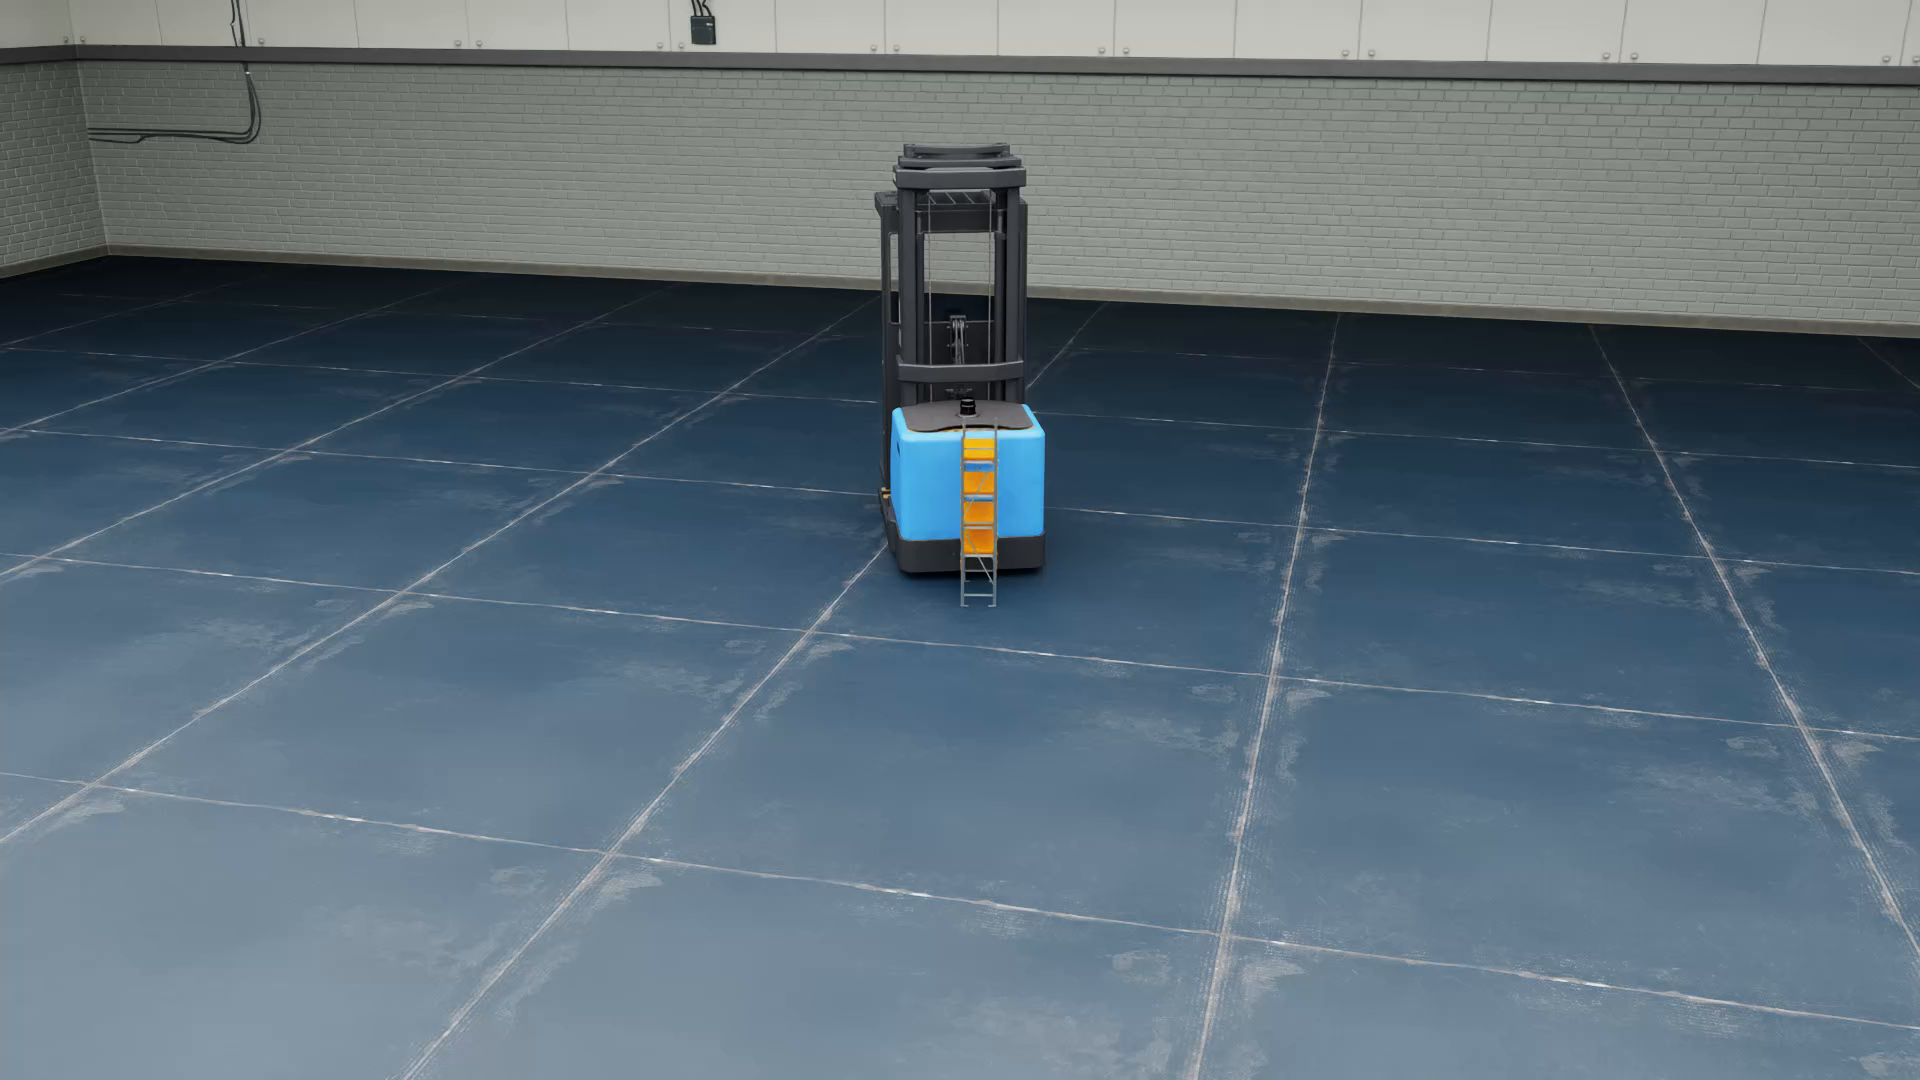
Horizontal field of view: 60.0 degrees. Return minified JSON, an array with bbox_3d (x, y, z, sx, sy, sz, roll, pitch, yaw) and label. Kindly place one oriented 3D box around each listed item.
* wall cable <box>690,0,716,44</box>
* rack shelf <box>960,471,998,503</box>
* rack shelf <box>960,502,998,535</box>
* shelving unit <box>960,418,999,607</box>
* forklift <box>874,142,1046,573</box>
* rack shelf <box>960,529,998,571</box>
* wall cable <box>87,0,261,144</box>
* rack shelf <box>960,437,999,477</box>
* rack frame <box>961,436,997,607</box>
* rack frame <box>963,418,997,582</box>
[{"bbox_3d":[-2.443,-9.361,20.911,2.305,6.003,0.169,5,19,13],"label":"wall cable"},{"bbox_3d":[0.132,-0.341,11.345,0.258,0.148,0.480,0,19,1],"label":"rack shelf"},{"bbox_3d":[0.132,-0.129,11.417,0.258,0.148,0.480,0,19,1],"label":"rack shelf"},{"bbox_3d":[0.132,-0.193,11.395,0.258,1.200,0.503,0,19,1],"label":"shelving unit"},{"bbox_3d":[-0.072,-1.589,12.807,1.130,2.935,3.031,-2,19,-6],"label":"forklift"},{"bbox_3d":[0.132,0.059,11.481,0.258,0.148,0.480,0,19,1],"label":"rack shelf"},{"bbox_3d":[-11.645,-7.037,24.172,3.097,2.526,0.112,5,19,13],"label":"wall cable"},{"bbox_3d":[0.132,-0.565,11.268,0.258,0.148,0.480,0,19,1],"label":"rack shelf"},{"bbox_3d":[0.127,-0.114,11.165,0.240,1.200,0.015,0,19,1],"label":"rack frame"},{"bbox_3d":[0.138,-0.272,11.626,0.240,1.200,0.015,0,19,1],"label":"rack frame"}]
